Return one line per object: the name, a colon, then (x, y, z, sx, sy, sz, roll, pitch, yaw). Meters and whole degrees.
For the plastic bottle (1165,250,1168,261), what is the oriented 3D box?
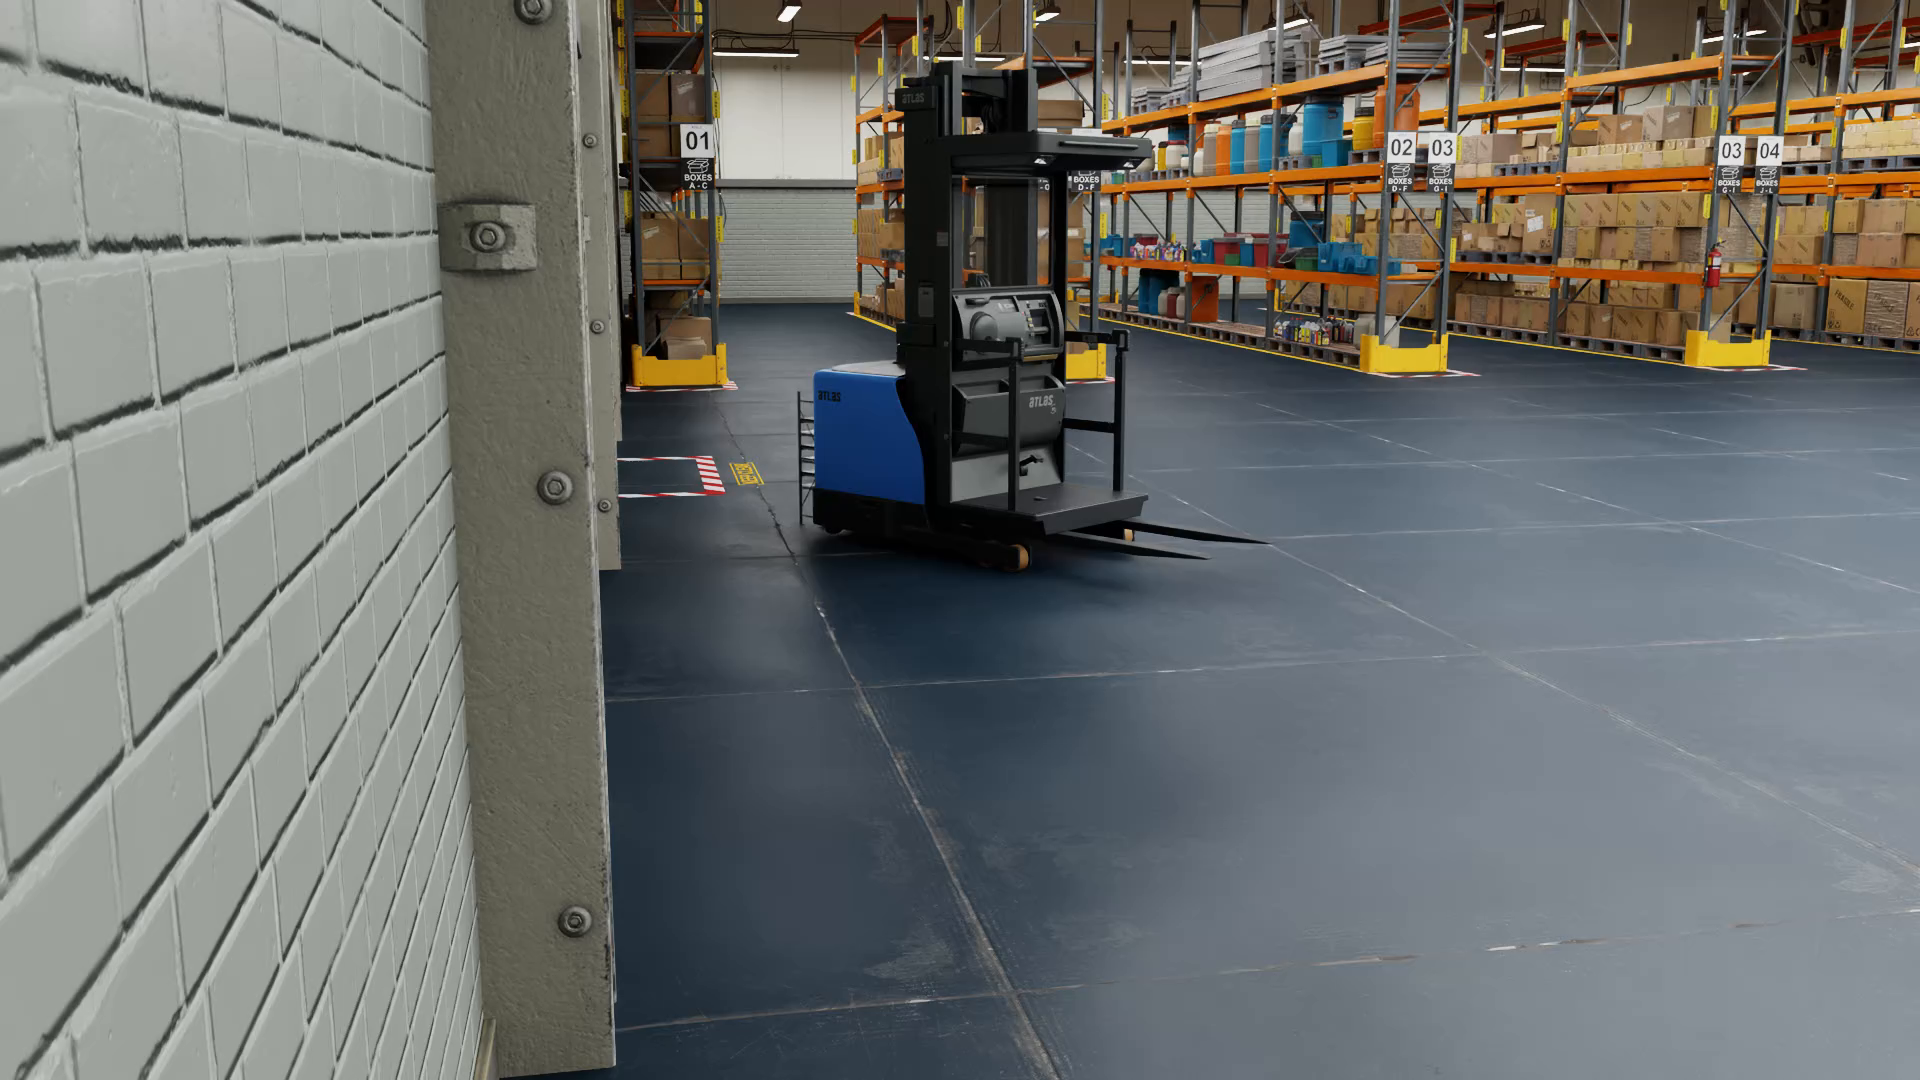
plastic bottle: (3.944, -5.415, 31.654, 0.097, 0.201, 0.097, 0, 11, 0)

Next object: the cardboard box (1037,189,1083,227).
cardboard box: (1.231, -4.400, 22.054, 0.700, 0.500, 0.500, -2, 11, -11)

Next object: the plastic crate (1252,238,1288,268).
plastic crate: (5.007, -4.640, 26.881, 0.402, 0.464, 0.583, -2, 11, -11)

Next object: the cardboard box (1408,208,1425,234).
cardboard box: (9.231, -6.241, 32.513, 0.797, 0.503, 0.637, -2, 11, -10)

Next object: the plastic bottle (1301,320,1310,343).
plastic bottle: (5.271, -3.170, 25.237, 0.144, 0.351, 0.185, -2, 11, -11)

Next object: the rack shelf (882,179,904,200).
rack shelf: (-0.625, -6.572, 31.105, 1.077, 0.370, 4.000, -2, 11, -11)

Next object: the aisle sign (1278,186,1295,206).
aisle sign: (7.618, -8.191, 38.758, 0.394, 0.787, 0.004, -2, 11, -11)

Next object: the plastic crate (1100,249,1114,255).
plastic crate: (3.212, -6.207, 35.827, 0.293, 0.136, 0.466, -2, 11, -11)

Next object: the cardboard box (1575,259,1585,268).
cardboard box: (10.118, -4.446, 26.705, 0.380, 0.149, 0.250, -2, 11, -11)

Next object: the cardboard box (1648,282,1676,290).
cardboard box: (13.976, -5.069, 32.863, 0.500, 0.250, 0.500, -2, 11, -12)

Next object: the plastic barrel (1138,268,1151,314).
plastic barrel: (3.934, -5.073, 33.817, 0.600, 0.901, 0.708, -2, 11, -11)

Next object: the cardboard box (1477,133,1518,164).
cardboard box: (9.521, -6.932, 29.468, 0.500, 0.500, 0.500, -2, 11, -13)

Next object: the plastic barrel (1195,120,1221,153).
plastic barrel: (4.516, -7.260, 30.521, 0.600, 0.830, 0.708, -2, 11, -11)

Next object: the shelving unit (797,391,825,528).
shelving unit: (-0.926, -0.549, 11.174, 0.258, 0.900, 0.210, 10, 15, 42)

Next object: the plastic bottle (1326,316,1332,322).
plastic bottle: (5.809, -3.338, 26.120, 0.144, 0.351, 0.185, -2, 11, -13)

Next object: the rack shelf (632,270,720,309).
rack shelf: (-3.928, -3.450, 22.726, 1.077, 0.370, 4.000, -2, 11, -11)

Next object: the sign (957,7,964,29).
sign: (0.012, -7.774, 24.765, 0.100, 0.325, 0.005, -2, 11, -11)

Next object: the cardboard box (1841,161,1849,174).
cardboard box: (18.575, -7.847, 34.487, 0.500, 0.500, 0.500, -2, 11, -10)

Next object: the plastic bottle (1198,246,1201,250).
plastic bottle: (4.636, -5.527, 32.054, 0.097, 0.271, 0.097, 0, 11, 0)

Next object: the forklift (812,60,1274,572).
forklift: (0.455, -1.360, 10.003, 3.031, 2.935, 1.130, 10, 15, 42)

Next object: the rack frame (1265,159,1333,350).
rack frame: (5.401, -4.531, 26.479, 1.000, 3.000, 0.127, -2, 11, -11)

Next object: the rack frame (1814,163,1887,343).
rack frame: (15.145, -4.873, 28.276, 1.000, 3.000, 0.127, -2, 11, -11)

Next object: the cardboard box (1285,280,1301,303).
cardboard box: (8.129, -5.960, 38.547, 0.875, 0.875, 0.875, -2, 11, -11)

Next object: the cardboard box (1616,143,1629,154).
cardboard box: (10.311, -5.998, 25.500, 0.380, 0.149, 0.250, -2, 11, -12)

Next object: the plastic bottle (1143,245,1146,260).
plastic bottle: (3.671, -5.695, 32.908, 0.061, 0.283, 0.133, -2, 11, -11)

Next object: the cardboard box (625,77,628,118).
cardboard box: (-3.996, -5.630, 21.236, 0.500, 0.500, 0.500, -1, 11, -7)

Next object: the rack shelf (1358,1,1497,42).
rack shelf: (9.093, -10.038, 32.403, 1.077, 0.370, 4.000, -2, 11, -11)

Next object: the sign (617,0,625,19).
sign: (-4.860, -7.633, 23.812, 0.100, 0.325, 0.005, -2, 11, -11)

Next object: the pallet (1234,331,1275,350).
pallet: (5.211, -3.304, 27.489, 1.003, 0.211, 1.213, -2, 11, -11)

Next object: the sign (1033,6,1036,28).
sign: (1.091, -7.851, 24.956, 0.100, 0.325, 0.005, -2, 11, -11)

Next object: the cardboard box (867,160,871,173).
cardboard box: (-1.660, -7.819, 34.795, 0.500, 0.250, 0.500, -2, 11, -11)

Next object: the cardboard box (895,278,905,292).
cardboard box: (-0.965, -4.894, 31.891, 0.500, 0.250, 0.500, -2, 11, -11)

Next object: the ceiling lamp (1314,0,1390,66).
ceiling lamp: (9.891, -13.311, 40.953, 2.000, 3.185, 0.800, -2, 11, -11)

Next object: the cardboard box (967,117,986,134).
cardboard box: (0.381, -6.047, 24.658, 0.500, 0.500, 0.500, -1, 11, -6)

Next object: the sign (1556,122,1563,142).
sign: (9.716, -6.611, 26.950, 0.100, 0.325, 0.005, -2, 11, -11)

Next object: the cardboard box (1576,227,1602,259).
cardboard box: (10.349, -4.728, 26.454, 0.875, 0.500, 0.500, -2, 11, -11)

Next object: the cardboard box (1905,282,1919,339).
cardboard box: (15.553, -3.585, 26.069, 0.875, 0.875, 0.875, -2, 11, -12)

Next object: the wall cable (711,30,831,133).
wall cable: (-4.746, -11.423, 41.442, 3.097, 2.526, 0.112, -2, 11, -11)

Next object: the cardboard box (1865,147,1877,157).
cardboard box: (14.981, -6.306, 27.064, 0.380, 0.149, 0.250, -2, 11, -11)

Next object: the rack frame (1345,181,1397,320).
rack frame: (8.704, -6.178, 35.134, 1.000, 3.000, 0.127, -2, 11, -11)

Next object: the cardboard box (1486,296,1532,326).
cardboard box: (9.869, -4.106, 29.754, 0.700, 0.500, 0.500, -1, 11, -6)

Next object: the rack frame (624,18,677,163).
rack frame: (-5.872, -8.585, 31.734, 1.000, 3.000, 0.127, -2, 11, -11)

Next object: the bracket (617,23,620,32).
bracket: (-7.595, -11.487, 37.356, 0.235, 0.232, 0.430, -2, 11, -11)

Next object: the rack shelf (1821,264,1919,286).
rack shelf: (15.534, -4.153, 26.416, 1.077, 0.370, 4.000, -2, 11, -11)

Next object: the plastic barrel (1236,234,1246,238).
plastic barrel: (5.033, -5.139, 29.373, 0.421, 0.512, 0.421, 0, 11, 0)

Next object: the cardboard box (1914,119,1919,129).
cardboard box: (15.178, -6.512, 26.014, 0.380, 0.149, 0.250, -2, 11, -11)

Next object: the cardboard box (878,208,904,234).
cardboard box: (-1.366, -6.442, 33.580, 0.500, 0.500, 0.500, -2, 11, -11)

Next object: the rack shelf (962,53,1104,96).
rack shelf: (0.931, -6.382, 23.153, 1.077, 0.370, 4.000, -2, 11, -11)

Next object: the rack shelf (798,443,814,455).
rack shelf: (-0.926, -0.605, 11.163, 0.258, 0.077, 0.200, 10, 15, 42)

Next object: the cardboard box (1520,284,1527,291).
cardboard box: (12.938, -5.730, 37.692, 0.380, 0.149, 0.250, -3, 11, -13)

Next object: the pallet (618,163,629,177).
pallet: (-5.272, -6.401, 28.788, 1.213, 0.211, 1.003, -2, 11, -8)

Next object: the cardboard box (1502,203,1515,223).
cardboard box: (12.821, -7.480, 38.234, 0.500, 0.500, 0.500, -2, 11, -12)

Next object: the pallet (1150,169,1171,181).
pallet: (4.317, -7.031, 32.096, 1.003, 0.211, 1.213, -2, 11, -11)

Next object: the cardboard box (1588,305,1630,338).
cardboard box: (10.417, -3.510, 26.676, 0.500, 0.500, 0.500, 1, 11, 7)

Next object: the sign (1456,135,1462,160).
sign: (6.720, -5.294, 22.444, 0.100, 0.325, 0.005, -2, 11, -11)

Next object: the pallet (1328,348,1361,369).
pallet: (5.966, -2.589, 23.733, 1.003, 0.211, 1.213, -2, 11, -11)
